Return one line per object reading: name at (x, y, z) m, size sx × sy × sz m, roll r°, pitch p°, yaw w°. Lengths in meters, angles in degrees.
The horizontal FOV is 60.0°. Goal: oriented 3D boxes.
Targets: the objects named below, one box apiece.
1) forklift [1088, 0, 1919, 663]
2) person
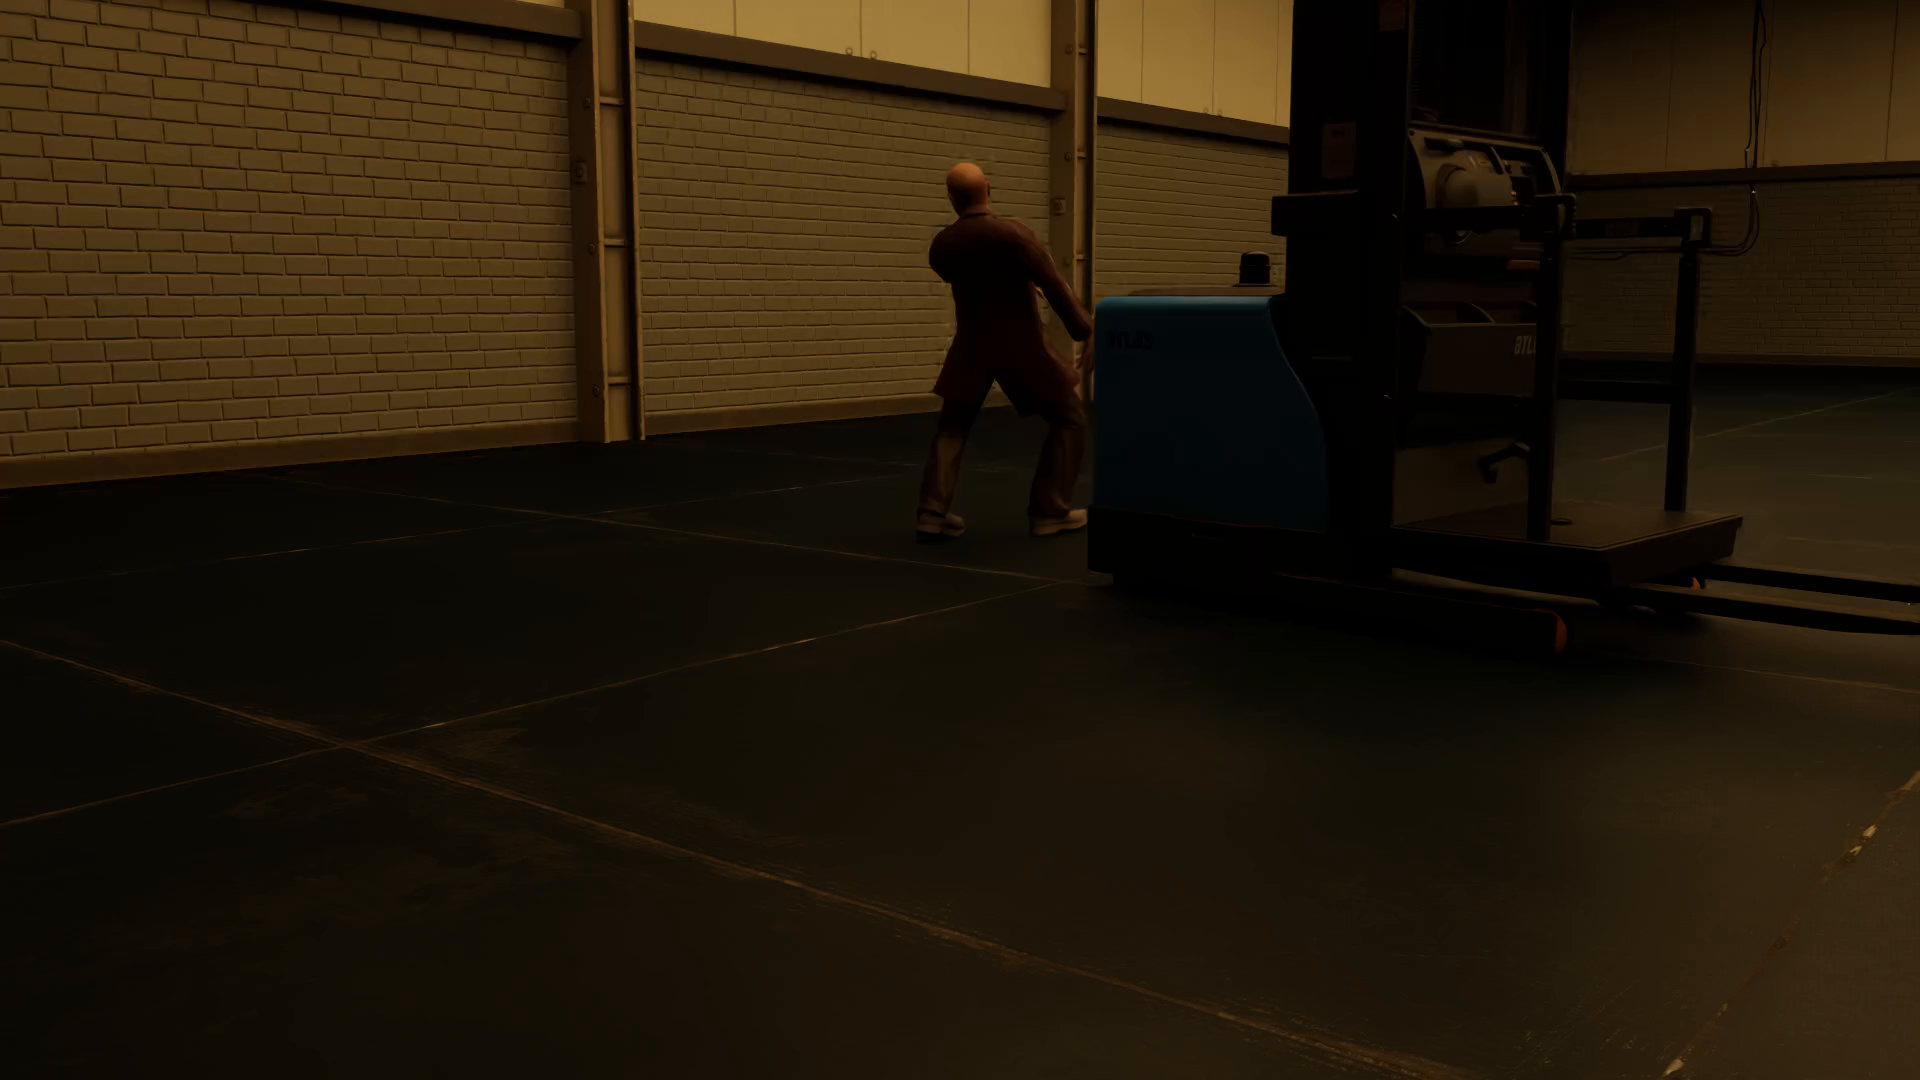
forklift at (1.870, -1.171, 5.282) m, size 1.130 × 2.935 × 3.031 m, roll -8°, pitch 12°, yaw -44°
person at (0.266, -0.847, 7.489) m, size 0.804 × 1.659 × 0.919 m, roll 3°, pitch 9°, yaw 21°
